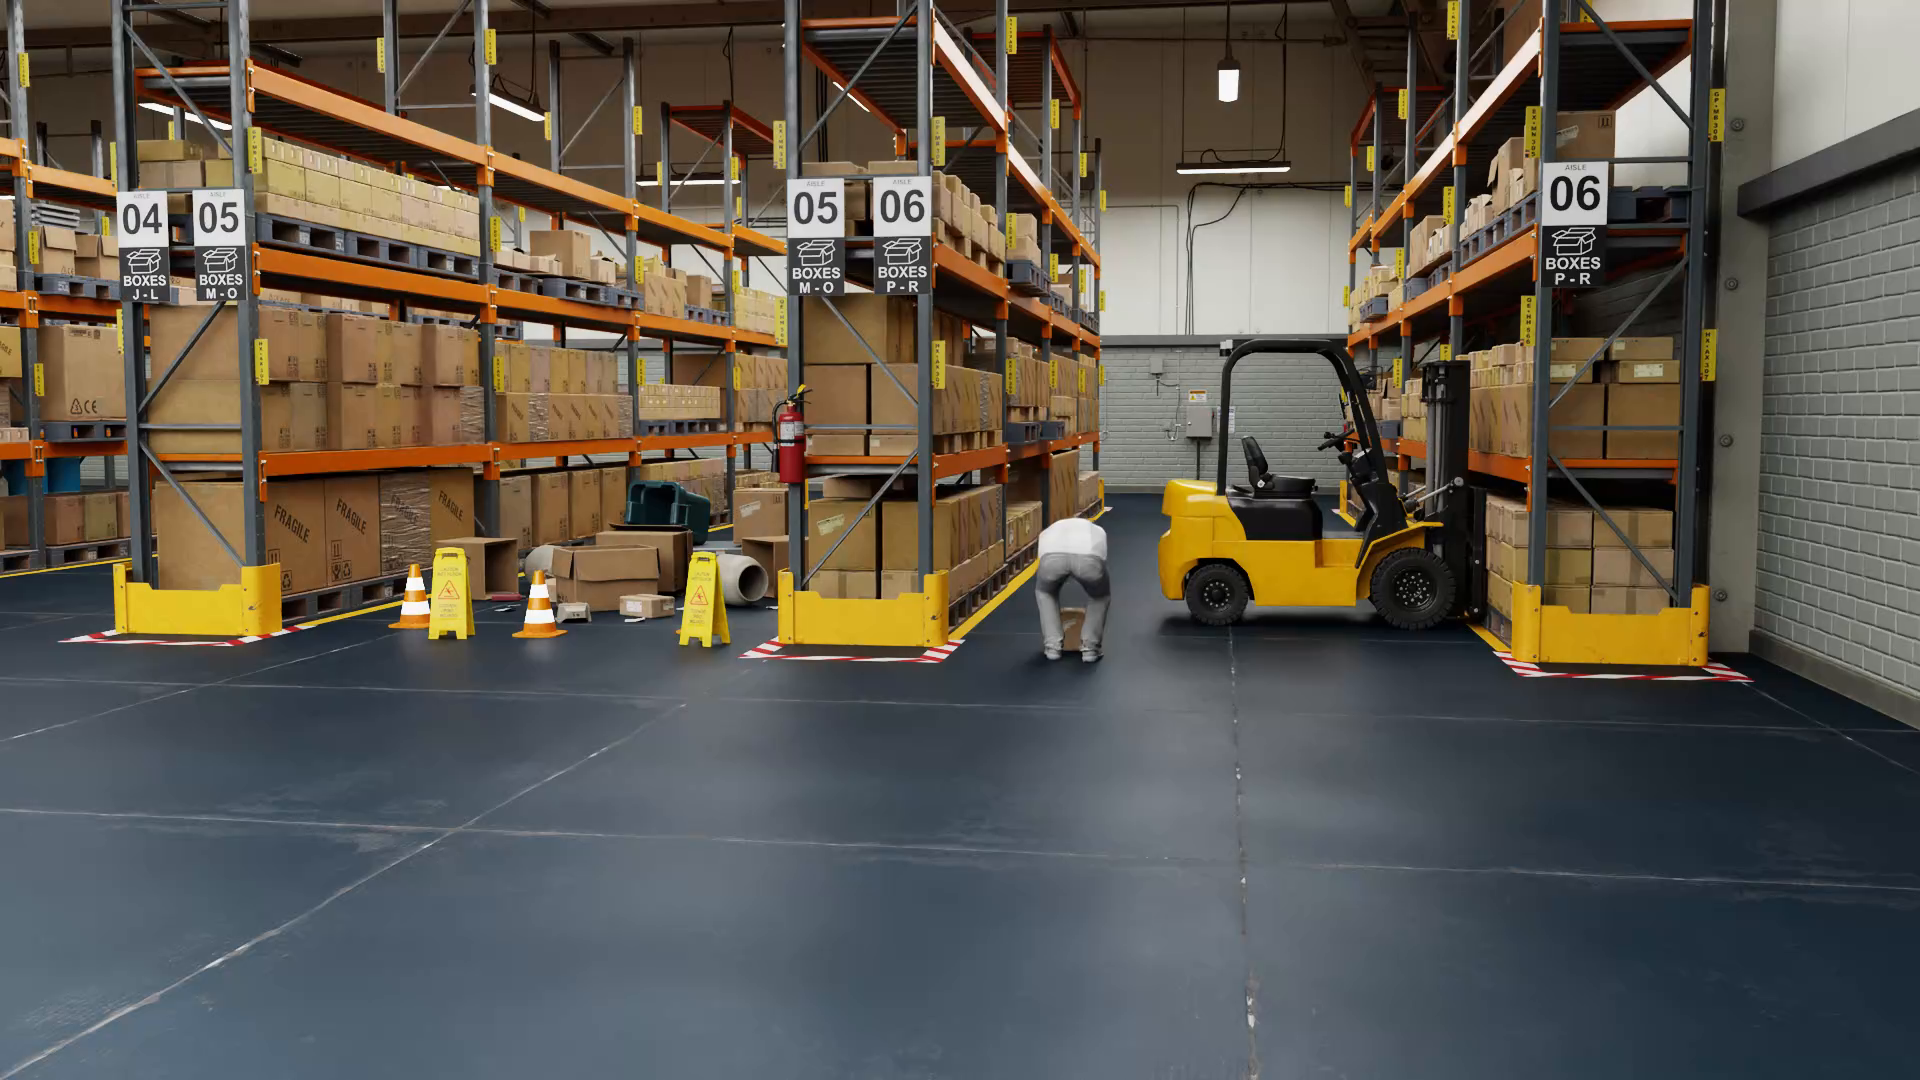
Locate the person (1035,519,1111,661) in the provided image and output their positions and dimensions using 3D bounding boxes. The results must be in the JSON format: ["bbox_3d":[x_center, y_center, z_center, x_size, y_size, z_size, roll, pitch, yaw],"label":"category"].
[{"bbox_3d":[0.751,0.306,11.040,0.504,0.923,0.997,0,4,6],"label":"person"}]
